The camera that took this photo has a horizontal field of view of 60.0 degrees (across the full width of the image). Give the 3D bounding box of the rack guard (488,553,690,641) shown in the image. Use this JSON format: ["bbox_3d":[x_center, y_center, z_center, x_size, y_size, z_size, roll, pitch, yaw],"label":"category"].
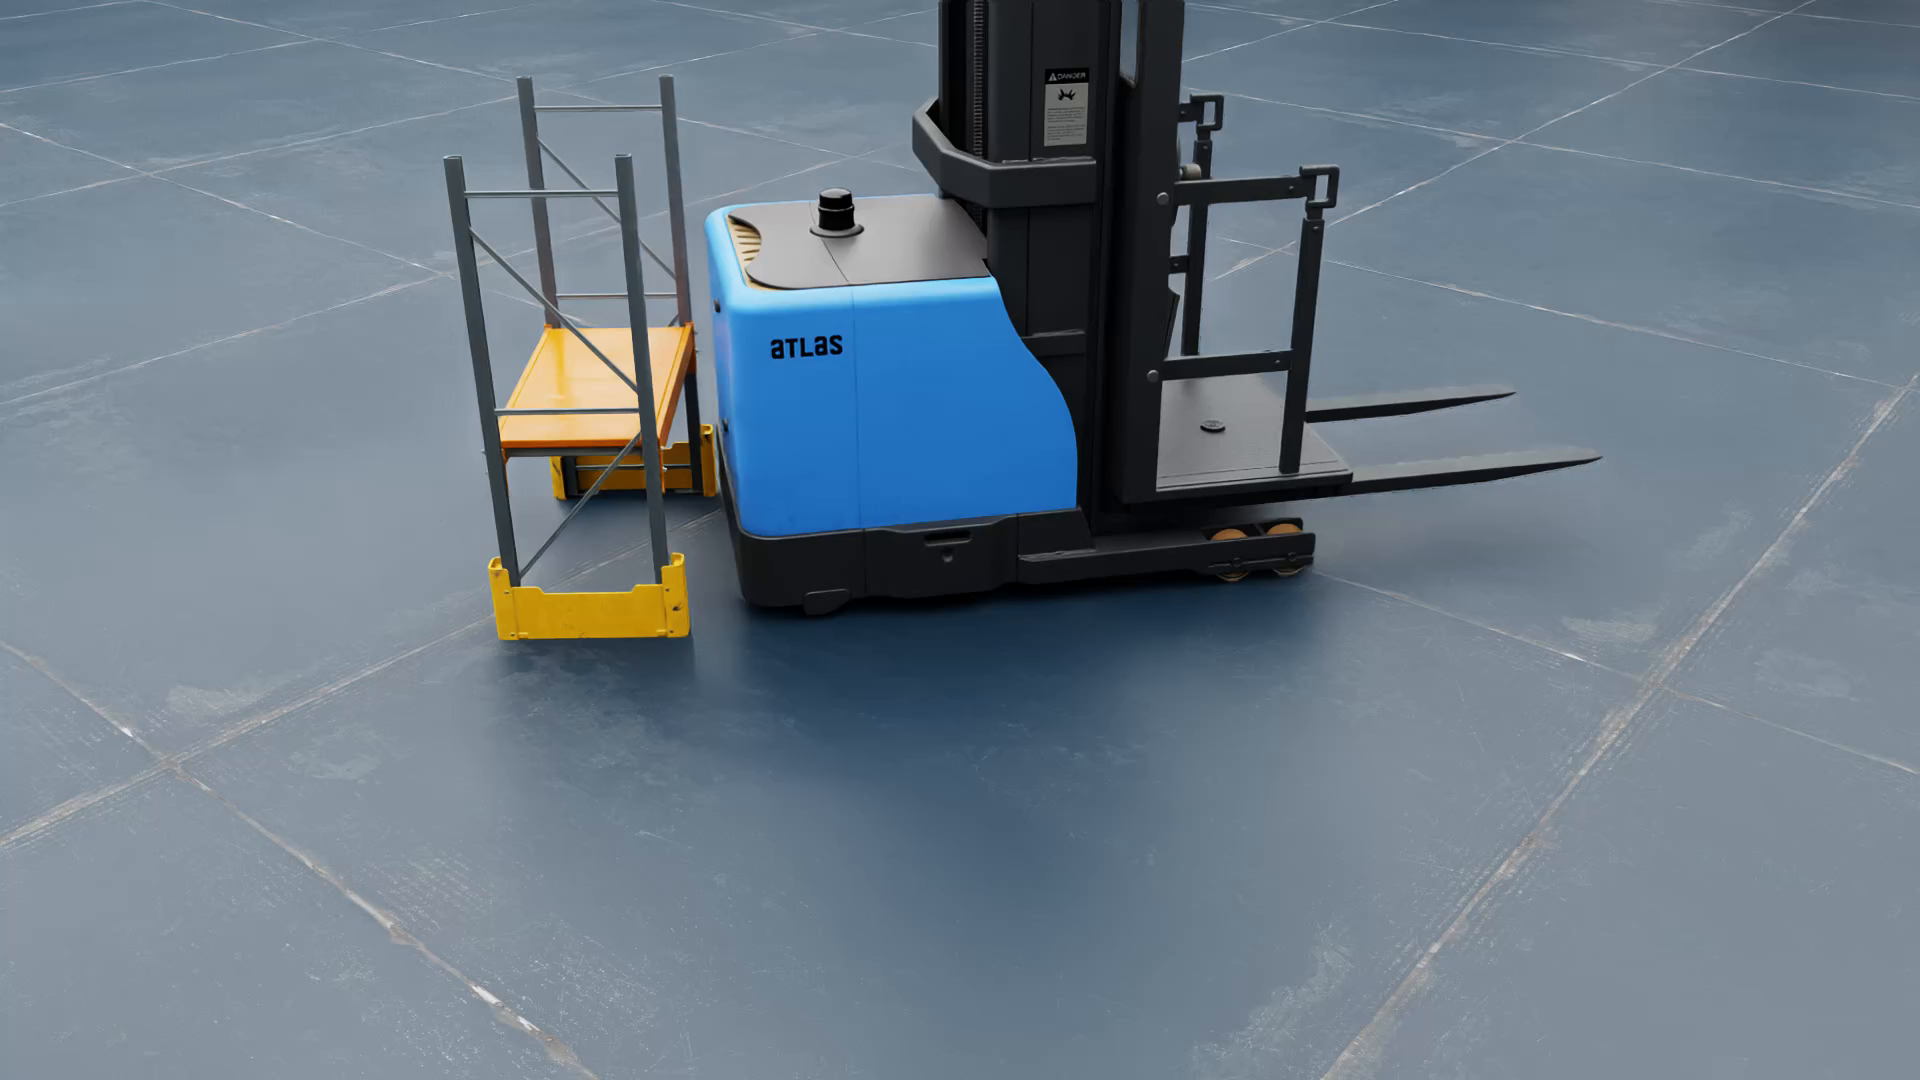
[{"bbox_3d":[-1.141,0.176,5.139,0.587,0.250,0.087,-1,27,-2],"label":"rack guard"}]

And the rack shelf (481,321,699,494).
[{"bbox_3d":[-1.162,-0.444,5.368,0.538,0.185,1.000,-1,27,-2],"label":"rack shelf"}]

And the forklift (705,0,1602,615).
[{"bbox_3d":[0.704,-1.400,5.266,3.031,2.935,1.130,-6,28,-11],"label":"forklift"}]

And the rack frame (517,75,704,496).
[{"bbox_3d":[-1.183,-0.837,5.736,0.500,1.500,0.032,-1,27,-2],"label":"rack frame"}]

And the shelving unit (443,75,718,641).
[{"bbox_3d":[-1.162,-0.608,5.293,0.587,1.500,1.083,-1,27,-2],"label":"shelving unit"}]

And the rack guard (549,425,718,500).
[{"bbox_3d":[-1.183,-0.282,6.022,0.587,0.250,0.087,-1,27,-2],"label":"rack guard"}]

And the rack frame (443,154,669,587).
[{"bbox_3d":[-1.140,-0.371,4.834,0.500,1.500,0.032,-1,27,-2],"label":"rack frame"}]
